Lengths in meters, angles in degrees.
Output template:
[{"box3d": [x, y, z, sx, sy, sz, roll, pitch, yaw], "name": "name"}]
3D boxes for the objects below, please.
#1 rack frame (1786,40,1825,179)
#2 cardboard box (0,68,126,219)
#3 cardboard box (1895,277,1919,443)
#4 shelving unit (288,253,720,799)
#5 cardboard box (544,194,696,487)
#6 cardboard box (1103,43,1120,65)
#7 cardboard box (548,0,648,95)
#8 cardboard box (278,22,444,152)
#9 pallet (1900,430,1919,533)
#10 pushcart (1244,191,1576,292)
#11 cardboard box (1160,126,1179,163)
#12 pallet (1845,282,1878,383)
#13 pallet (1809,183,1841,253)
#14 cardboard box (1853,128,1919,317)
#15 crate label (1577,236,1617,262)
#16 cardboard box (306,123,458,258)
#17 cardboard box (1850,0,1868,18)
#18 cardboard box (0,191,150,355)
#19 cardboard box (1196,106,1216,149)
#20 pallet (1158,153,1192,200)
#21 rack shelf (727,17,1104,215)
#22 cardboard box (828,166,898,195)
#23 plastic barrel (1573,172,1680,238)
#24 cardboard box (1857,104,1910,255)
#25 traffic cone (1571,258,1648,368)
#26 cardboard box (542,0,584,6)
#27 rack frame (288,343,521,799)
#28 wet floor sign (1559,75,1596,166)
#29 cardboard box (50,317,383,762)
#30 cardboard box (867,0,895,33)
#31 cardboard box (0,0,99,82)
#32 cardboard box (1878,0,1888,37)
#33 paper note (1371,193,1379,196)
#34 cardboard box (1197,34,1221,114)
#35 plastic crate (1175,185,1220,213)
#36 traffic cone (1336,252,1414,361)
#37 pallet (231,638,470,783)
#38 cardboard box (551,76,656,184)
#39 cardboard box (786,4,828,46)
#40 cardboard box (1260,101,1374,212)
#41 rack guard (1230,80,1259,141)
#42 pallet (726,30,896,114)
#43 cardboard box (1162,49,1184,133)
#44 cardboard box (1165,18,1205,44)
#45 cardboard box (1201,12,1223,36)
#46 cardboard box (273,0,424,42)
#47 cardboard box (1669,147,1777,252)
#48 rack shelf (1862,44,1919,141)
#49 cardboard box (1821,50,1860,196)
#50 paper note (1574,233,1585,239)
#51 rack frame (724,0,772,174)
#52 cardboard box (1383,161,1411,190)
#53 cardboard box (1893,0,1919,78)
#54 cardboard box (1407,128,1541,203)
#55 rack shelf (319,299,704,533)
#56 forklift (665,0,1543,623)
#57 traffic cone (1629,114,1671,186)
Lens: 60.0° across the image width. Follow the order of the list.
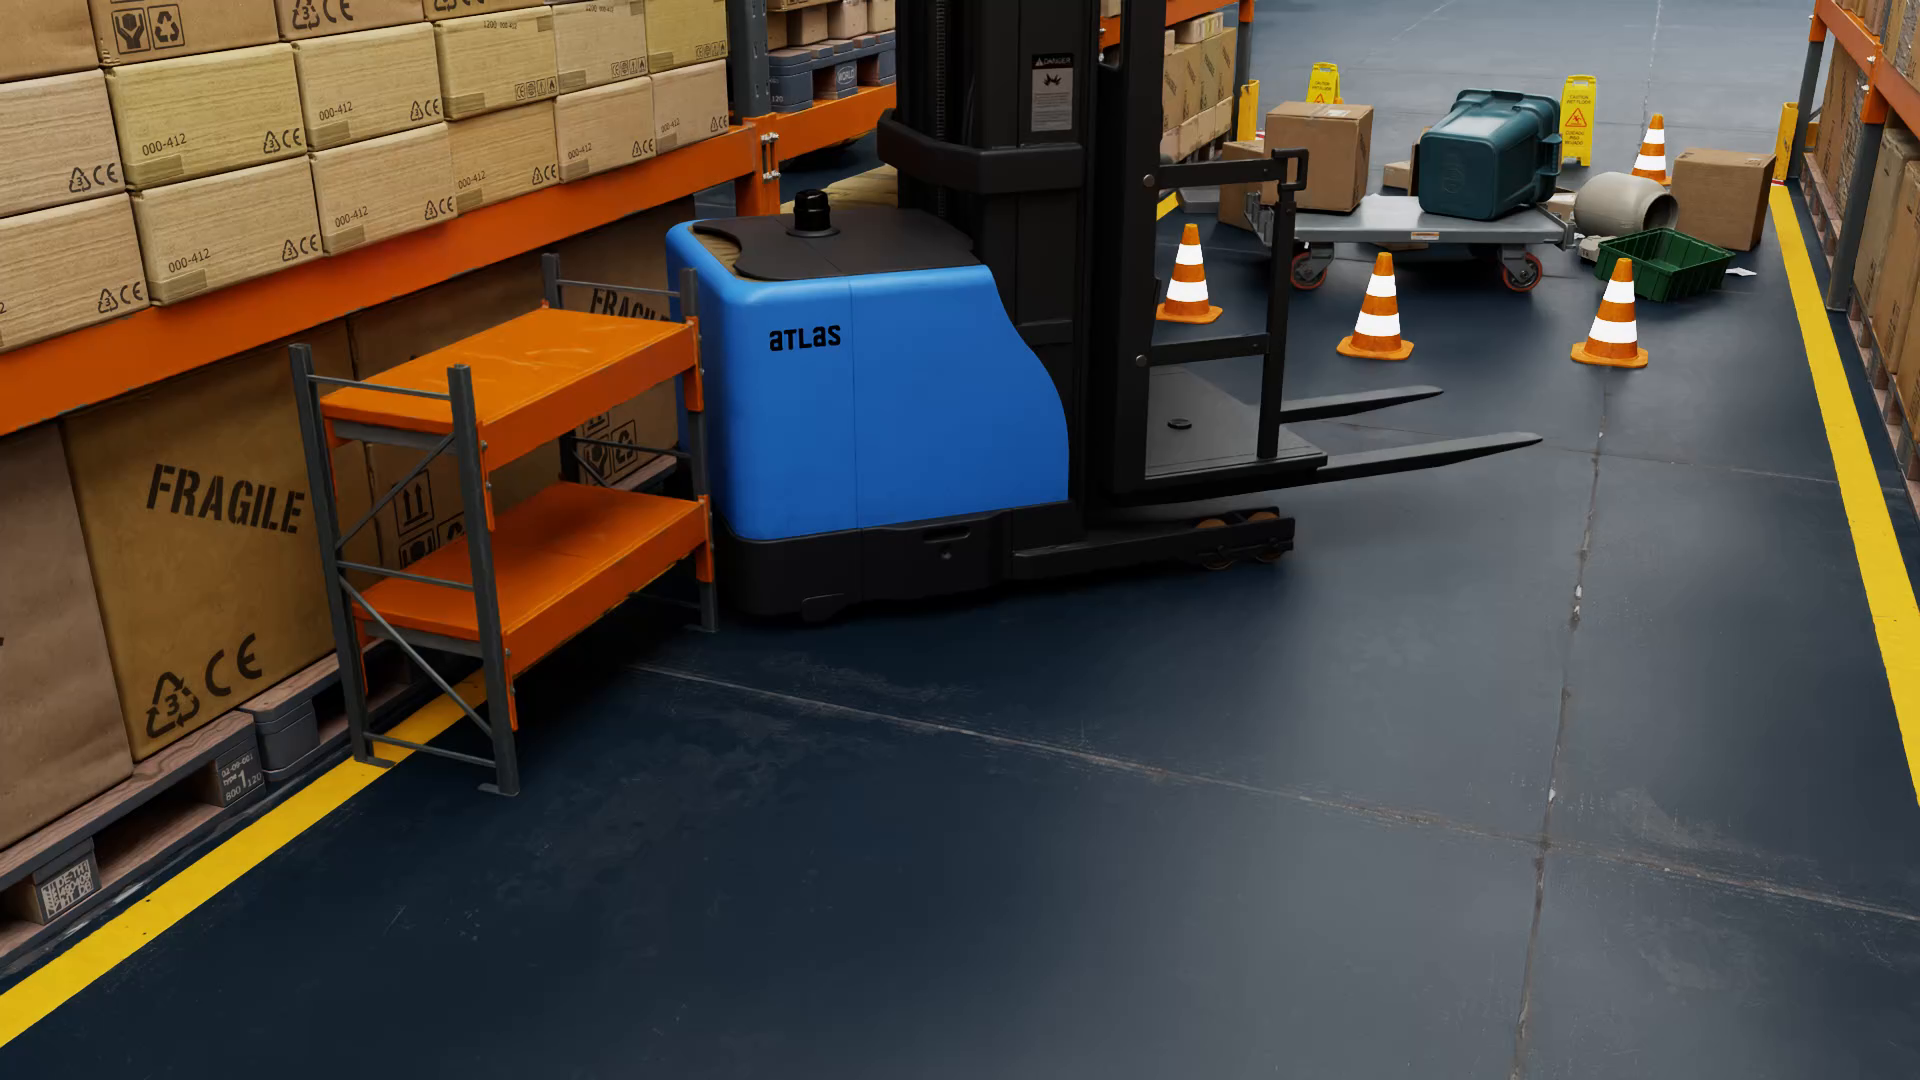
[{"box3d": [6.438, -3.942, 11.297, 1.000, 3.000, 0.127, 9, 24, 20], "name": "rack frame"}, {"box3d": [-2.060, -0.790, 3.295, 0.500, 0.250, 0.500, 9, 24, 21], "name": "cardboard box"}, {"box3d": [4.097, -0.754, 6.037, 1.050, 0.750, 0.750, 9, 24, 21], "name": "cardboard box"}, {"box3d": [-1.162, -0.090, 4.506, 0.538, 1.125, 1.048, 9, 24, 20], "name": "shelving unit"}, {"box3d": [-1.501, -0.730, 5.818, 0.875, 0.875, 0.875, 9, 24, 20], "name": "cardboard box"}, {"box3d": [0.891, -2.963, 10.159, 0.380, 0.149, 0.250, 9, 24, 21], "name": "cardboard box"}, {"box3d": [-1.298, -1.520, 5.043, 0.500, 0.250, 0.500, 8, 24, 19], "name": "cardboard box"}, {"box3d": [-1.662, -1.148, 4.153, 0.500, 0.250, 0.500, 8, 24, 18], "name": "cardboard box"}, {"box3d": [3.829, -0.064, 5.630, 1.003, 0.211, 1.213, 9, 24, 20], "name": "pallet"}, {"box3d": [2.454, -1.665, 9.247, 1.648, 0.377, 0.936, 1, 23, 2], "name": "pushcart"}, {"box3d": [1.171, -2.664, 11.259, 0.500, 0.250, 0.500, 8, 24, 19], "name": "cardboard box"}, {"box3d": [4.735, -0.937, 7.720, 1.003, 0.211, 1.213, 9, 24, 20], "name": "pallet"}, {"box3d": [5.759, -1.923, 10.081, 1.003, 0.211, 1.213, 9, 24, 20], "name": "pallet"}, {"box3d": [4.805, -1.432, 7.660, 1.050, 0.750, 0.750, 9, 24, 20], "name": "cardboard box"}, {"box3d": [3.713, -1.659, 9.544, 0.298, 0.136, 0.250, -7, 24, -17], "name": "crate label"}, {"box3d": [-1.654, -0.915, 4.244, 0.500, 0.250, 0.500, 8, 24, 19], "name": "cardboard box"}, {"box3d": [5.675, -3.294, 9.551, 0.875, 0.550, 0.500, 9, 24, 20], "name": "cardboard box"}, {"box3d": [-2.054, -0.557, 3.385, 0.500, 0.250, 0.500, 8, 24, 19], "name": "cardboard box"}, {"box3d": [1.554, -3.028, 12.130, 0.500, 0.250, 0.500, 9, 24, 20], "name": "cardboard box"}, {"box3d": [0.987, -2.580, 11.654, 1.003, 0.211, 1.213, 9, 24, 20], "name": "pallet"}, {"box3d": [-0.424, -2.136, 7.905, 1.077, 0.370, 4.000, 9, 24, 20], "name": "rack shelf"}, {"box3d": [-0.138, -1.719, 8.838, 0.950, 0.372, 0.625, 10, 25, 23], "name": "cardboard box"}, {"box3d": [3.949, -1.948, 9.864, 0.421, 0.421, 0.512, -12, 25, -26], "name": "plastic barrel"}, {"box3d": [5.251, -1.939, 8.713, 0.875, 0.875, 0.875, 9, 24, 21], "name": "cardboard box"}, {"box3d": [3.052, -1.077, 7.727, 0.336, 0.463, 0.334, 9, 24, 20], "name": "traffic cone"}, {"box3d": [-1.299, -1.852, 4.866, 0.500, 0.500, 0.500, 9, 24, 21], "name": "cardboard box"}, {"box3d": [-1.351, 0.092, 4.071, 0.500, 1.125, 0.032, 9, 24, 20], "name": "rack frame"}, {"box3d": [4.610, -3.150, 12.454, 0.267, 0.644, 0.232, 5, 23, 11], "name": "wet floor sign"}, {"box3d": [-2.169, -0.092, 4.290, 0.875, 0.875, 0.875, 10, 24, 22], "name": "cardboard box"}, {"box3d": [-0.472, -2.203, 6.913, 0.380, 0.149, 0.250, 9, 24, 20], "name": "cardboard box"}, {"box3d": [-2.059, -1.131, 3.138, 0.500, 0.500, 0.500, 9, 24, 20], "name": "cardboard box"}, {"box3d": [5.078, -2.714, 8.161, 0.875, 0.550, 0.550, 9, 24, 20], "name": "cardboard box"}, {"box3d": [2.847, -2.334, 11.313, 0.148, 0.019, 0.142, 19, 29, 38], "name": "paper note"}, {"box3d": [1.558, -3.375, 11.987, 0.500, 0.500, 0.500, 10, 25, 22], "name": "cardboard box"}, {"box3d": [1.663, -2.281, 11.107, 0.402, 0.080, 0.583, 1, 23, 2], "name": "plastic crate"}, {"box3d": [1.979, -1.122, 7.836, 0.336, 0.463, 0.334, 9, 24, 20], "name": "traffic cone"}, {"box3d": [-1.985, 0.241, 4.899, 1.003, 0.211, 1.213, 9, 24, 20], "name": "pallet"}, {"box3d": [-1.289, -1.280, 5.117, 0.500, 0.250, 0.500, 9, 24, 21], "name": "cardboard box"}, {"box3d": [-0.738, -2.016, 6.466, 0.380, 0.149, 0.250, 7, 24, 17], "name": "cardboard box"}, {"box3d": [1.982, -2.135, 9.231, 0.500, 0.500, 0.500, 9, 24, 20], "name": "cardboard box"}, {"box3d": [1.776, -3.434, 13.323, 1.175, 0.500, 0.348, 9, 24, 20], "name": "rack guard"}, {"box3d": [-1.001, -1.934, 6.737, 1.213, 0.211, 1.003, 9, 24, 20], "name": "pallet"}, {"box3d": [1.170, -3.006, 11.104, 0.500, 0.500, 0.500, 10, 25, 23], "name": "cardboard box"}, {"box3d": [1.479, -3.537, 11.534, 0.380, 0.149, 0.250, 10, 25, 22], "name": "cardboard box"}, {"box3d": [1.675, -3.720, 11.973, 0.380, 0.149, 0.250, 10, 24, 22], "name": "cardboard box"}, {"box3d": [-1.685, -1.496, 4.012, 0.500, 0.500, 0.500, 8, 24, 19], "name": "cardboard box"}, {"box3d": [4.576, -2.061, 10.033, 0.500, 0.500, 0.500, 13, 26, 29], "name": "cardboard box"}, {"box3d": [4.209, -1.463, 6.295, 1.077, 0.370, 4.000, 9, 24, 20], "name": "rack shelf"}, {"box3d": [5.922, -2.589, 10.267, 0.875, 0.875, 0.875, 8, 24, 19], "name": "cardboard box"}, {"box3d": [3.757, -1.885, 10.234, 0.172, 0.023, 0.155, 19, 29, 38], "name": "paper note"}, {"box3d": [-1.167, -1.752, 6.053, 1.000, 3.000, 0.127, 9, 24, 20], "name": "rack frame"}, {"box3d": [3.193, -2.542, 11.642, 0.250, 0.149, 0.380, -17, 28, -35], "name": "cardboard box"}, {"box3d": [4.320, -2.227, 7.060, 0.500, 0.500, 0.500, 9, 24, 20], "name": "cardboard box"}, {"box3d": [3.163, -2.199, 10.185, 0.797, 0.637, 0.503, 9, 24, 20], "name": "cardboard box"}, {"box3d": [-1.162, -0.360, 4.393, 0.538, 0.278, 1.000, 9, 24, 20], "name": "rack shelf"}, {"box3d": [0.590, -1.436, 5.384, 3.031, 2.935, 1.130, -8, 24, -18], "name": "forklift"}, {"box3d": [4.922, -2.785, 11.817, 0.336, 0.463, 0.334, 9, 24, 20], "name": "traffic cone"}]
